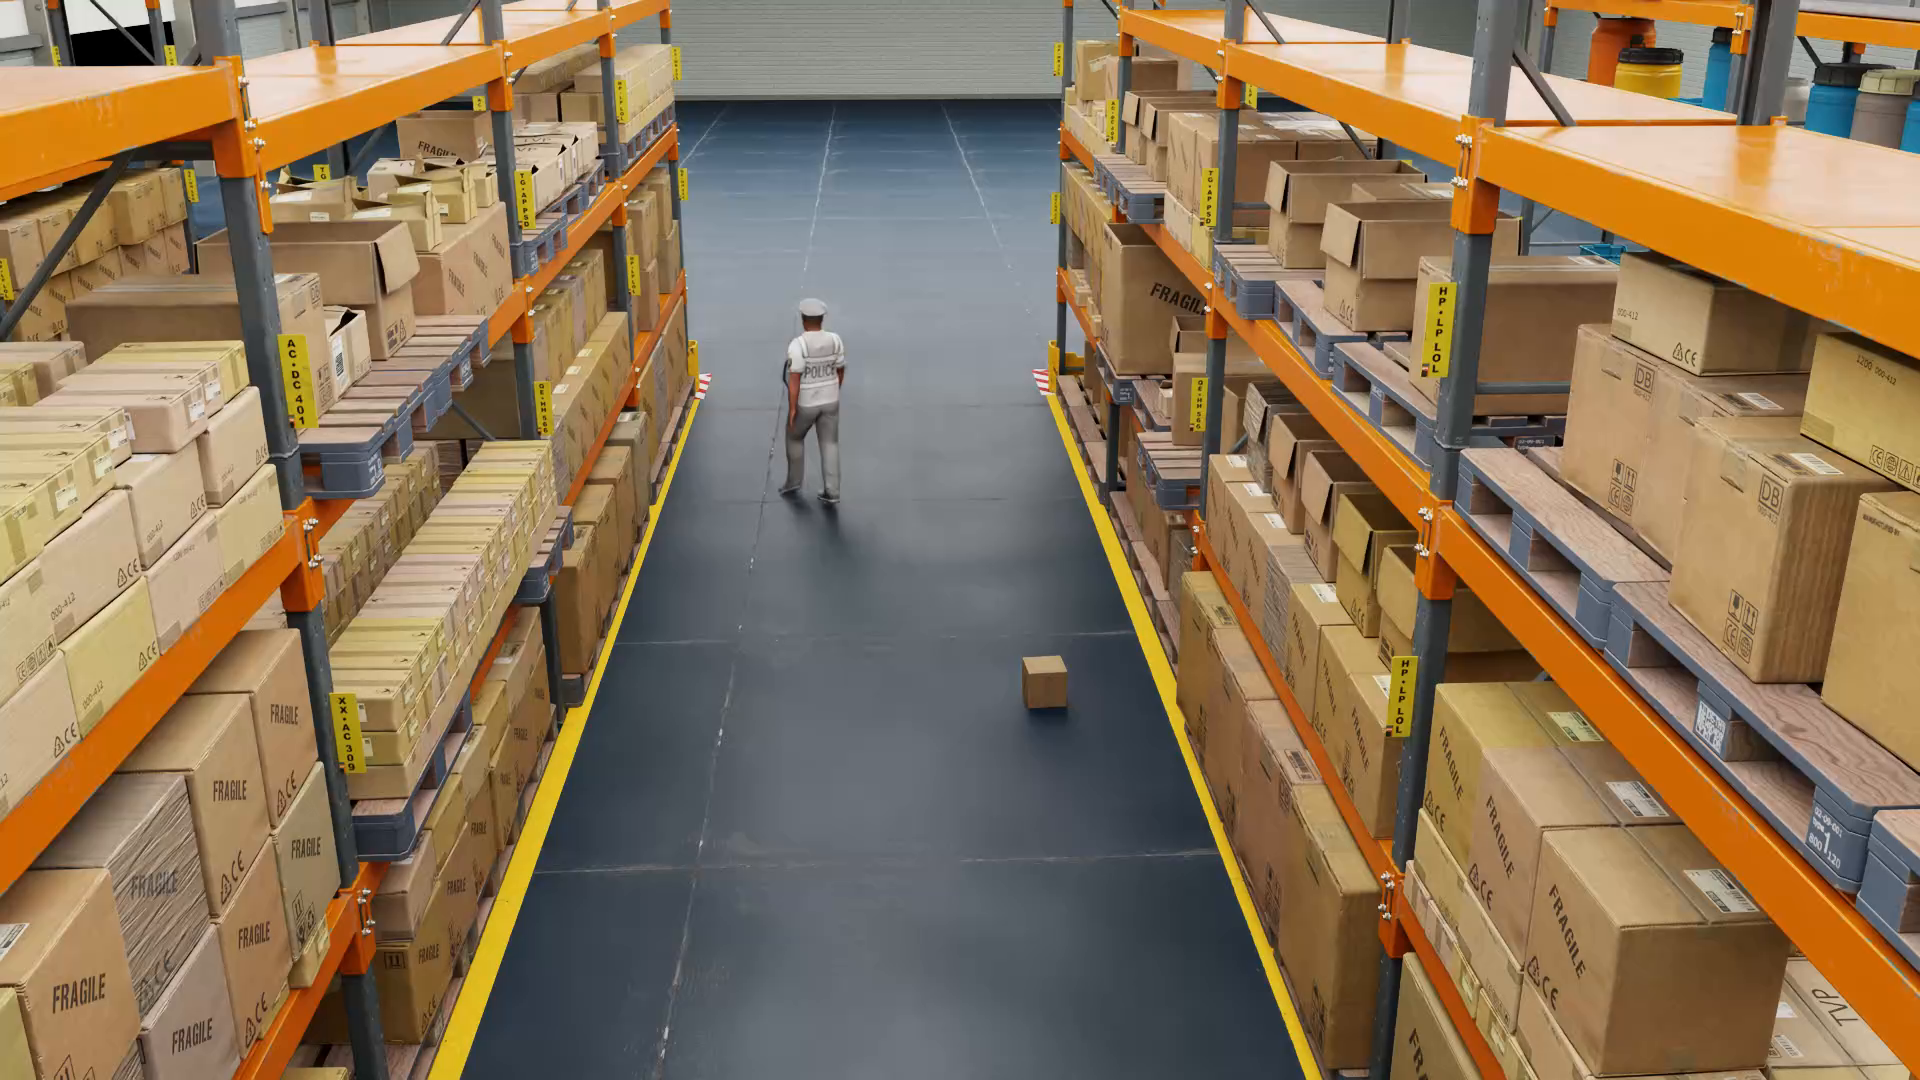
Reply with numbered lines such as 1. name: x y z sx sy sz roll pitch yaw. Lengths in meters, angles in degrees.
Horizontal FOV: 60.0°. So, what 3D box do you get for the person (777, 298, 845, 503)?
1. person: -1.278 -1.191 14.300 0.579 1.814 0.776 -10 23 -26
